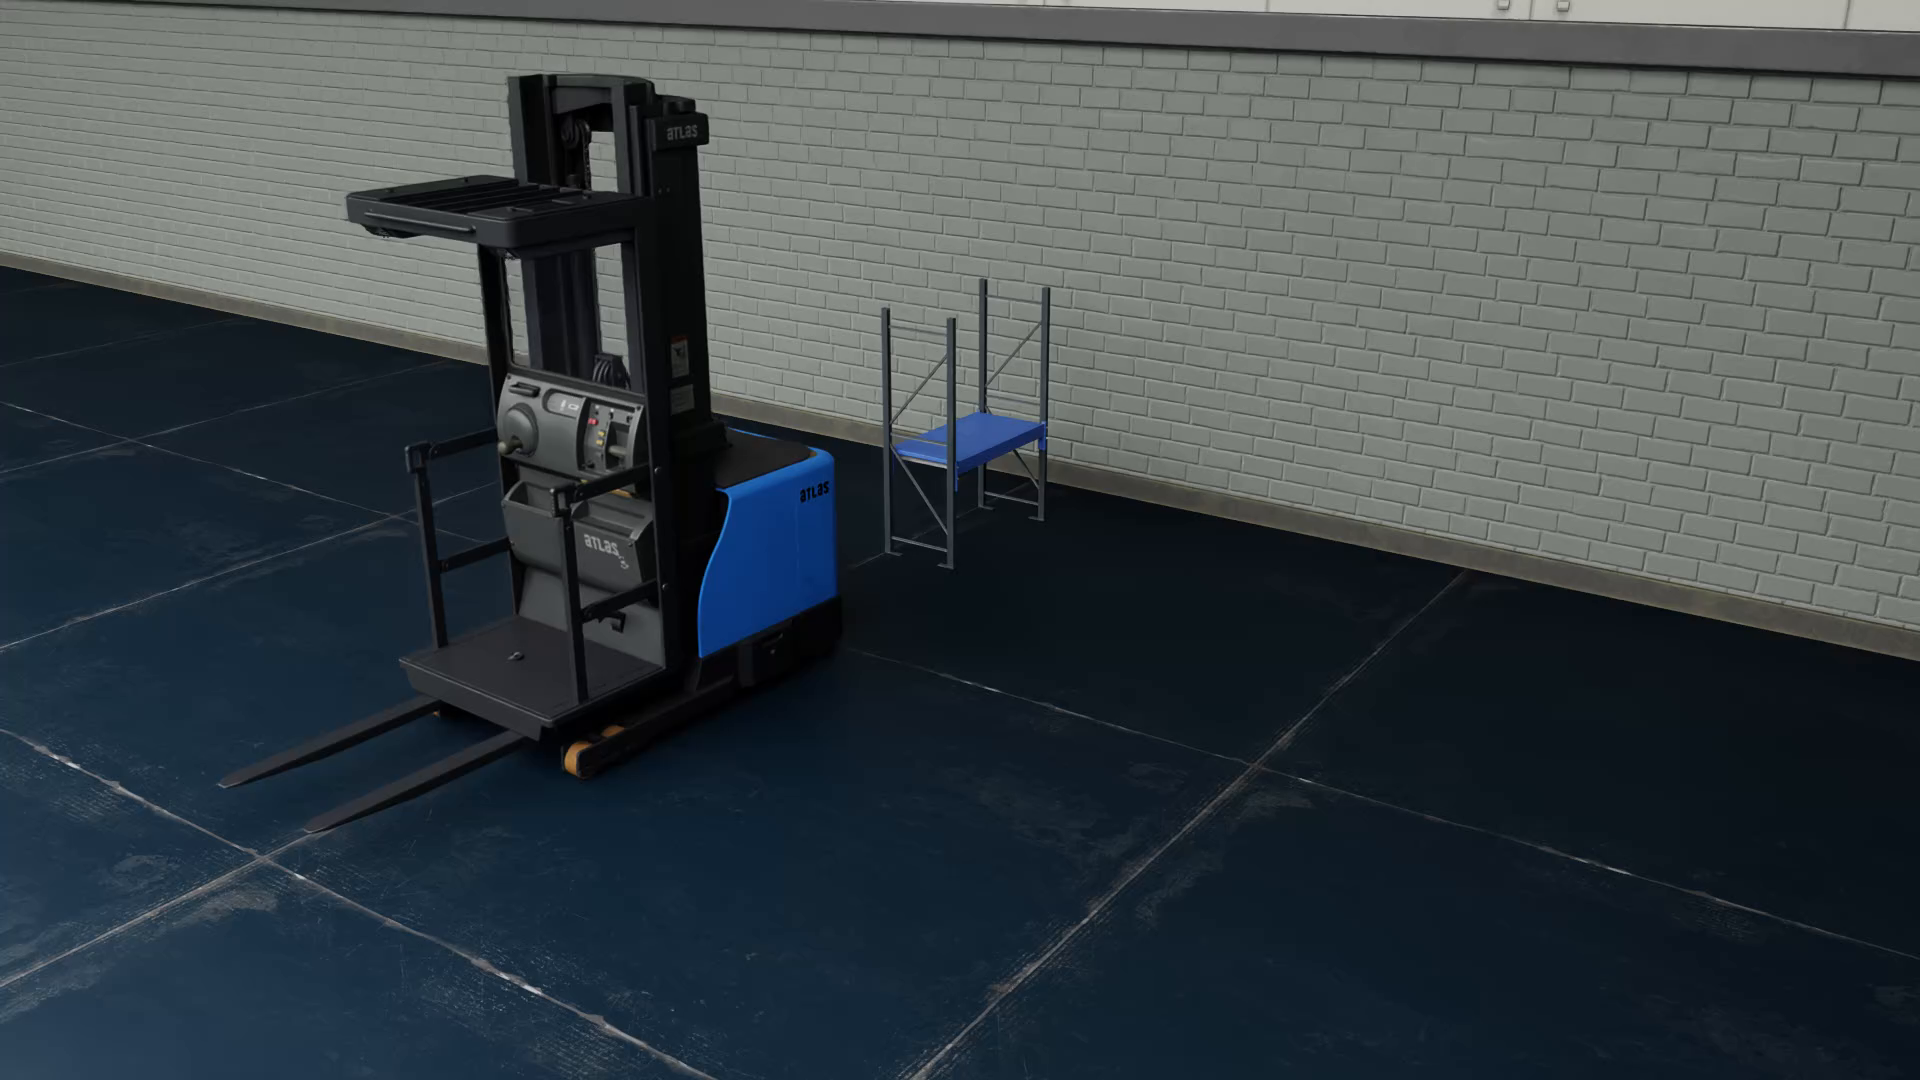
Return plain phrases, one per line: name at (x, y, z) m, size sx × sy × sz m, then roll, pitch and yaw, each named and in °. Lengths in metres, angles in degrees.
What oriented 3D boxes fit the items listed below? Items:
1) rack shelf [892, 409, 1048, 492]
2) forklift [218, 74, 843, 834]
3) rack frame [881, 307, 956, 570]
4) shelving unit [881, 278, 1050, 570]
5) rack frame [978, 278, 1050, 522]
rack shelf at (0.048, -0.559, 10.133) m, size 0.538 × 0.185 × 1.000 m, roll 13°, pitch 24°, yaw 32°
forklift at (-1.903, -0.505, 7.405) m, size 1.130 × 2.935 × 3.031 m, roll 15°, pitch 25°, yaw 34°
rack frame at (-0.238, -0.582, 9.677) m, size 0.500 × 1.500 × 0.032 m, roll 13°, pitch 24°, yaw 32°
shelving unit at (0.048, -0.728, 10.071) m, size 0.538 × 1.500 × 1.048 m, roll 13°, pitch 24°, yaw 32°
rack frame at (0.334, -0.874, 10.465) m, size 0.500 × 1.500 × 0.032 m, roll 13°, pitch 24°, yaw 32°
